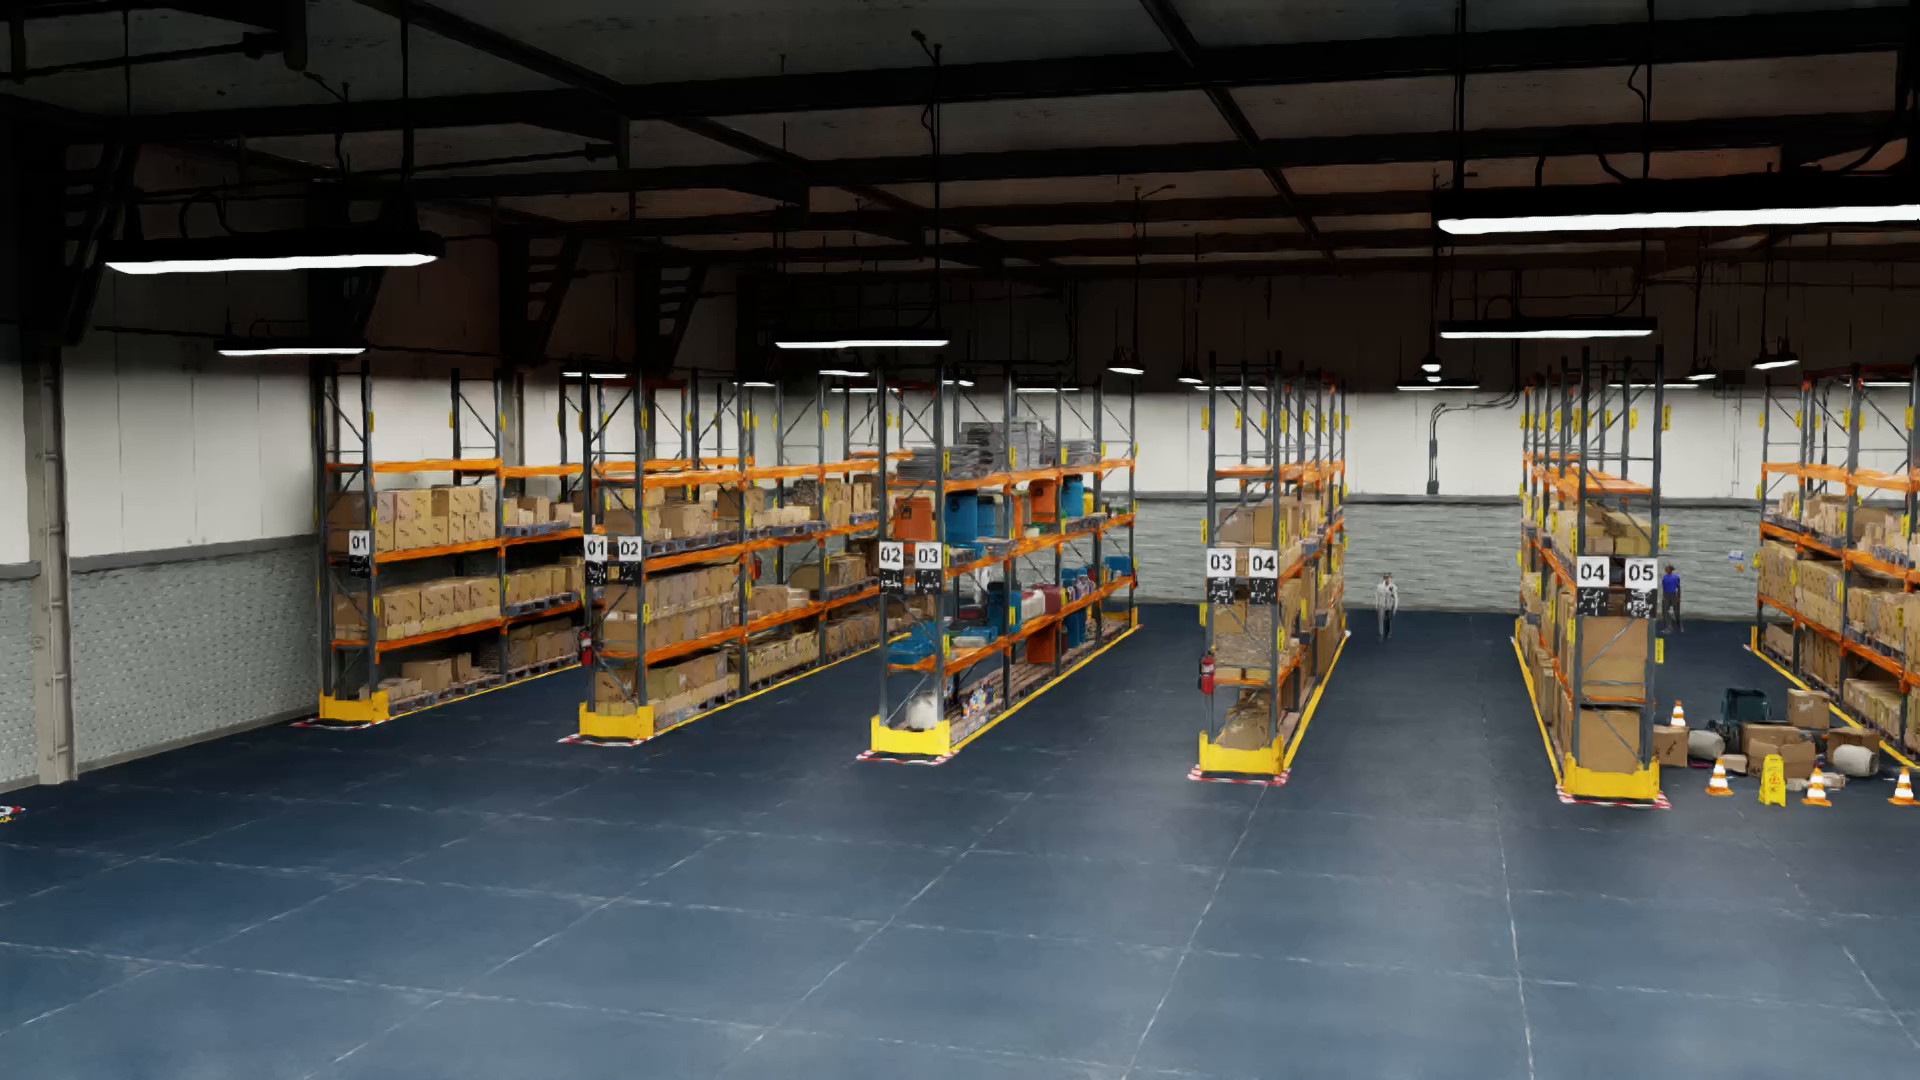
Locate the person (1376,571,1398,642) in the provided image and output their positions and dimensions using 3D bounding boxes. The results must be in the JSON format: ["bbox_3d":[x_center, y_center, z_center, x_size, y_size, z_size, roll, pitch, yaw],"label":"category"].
[{"bbox_3d":[9.704,1.490,37.774,0.488,1.590,1.089,1,4,14],"label":"person"}]

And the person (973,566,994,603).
[{"bbox_3d":[0.575,1.209,41.075,0.555,1.725,1.029,1,4,15],"label":"person"}]

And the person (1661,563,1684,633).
[{"bbox_3d":[16.935,1.368,39.487,0.554,1.646,0.499,-3,5,-36],"label":"person"}]
